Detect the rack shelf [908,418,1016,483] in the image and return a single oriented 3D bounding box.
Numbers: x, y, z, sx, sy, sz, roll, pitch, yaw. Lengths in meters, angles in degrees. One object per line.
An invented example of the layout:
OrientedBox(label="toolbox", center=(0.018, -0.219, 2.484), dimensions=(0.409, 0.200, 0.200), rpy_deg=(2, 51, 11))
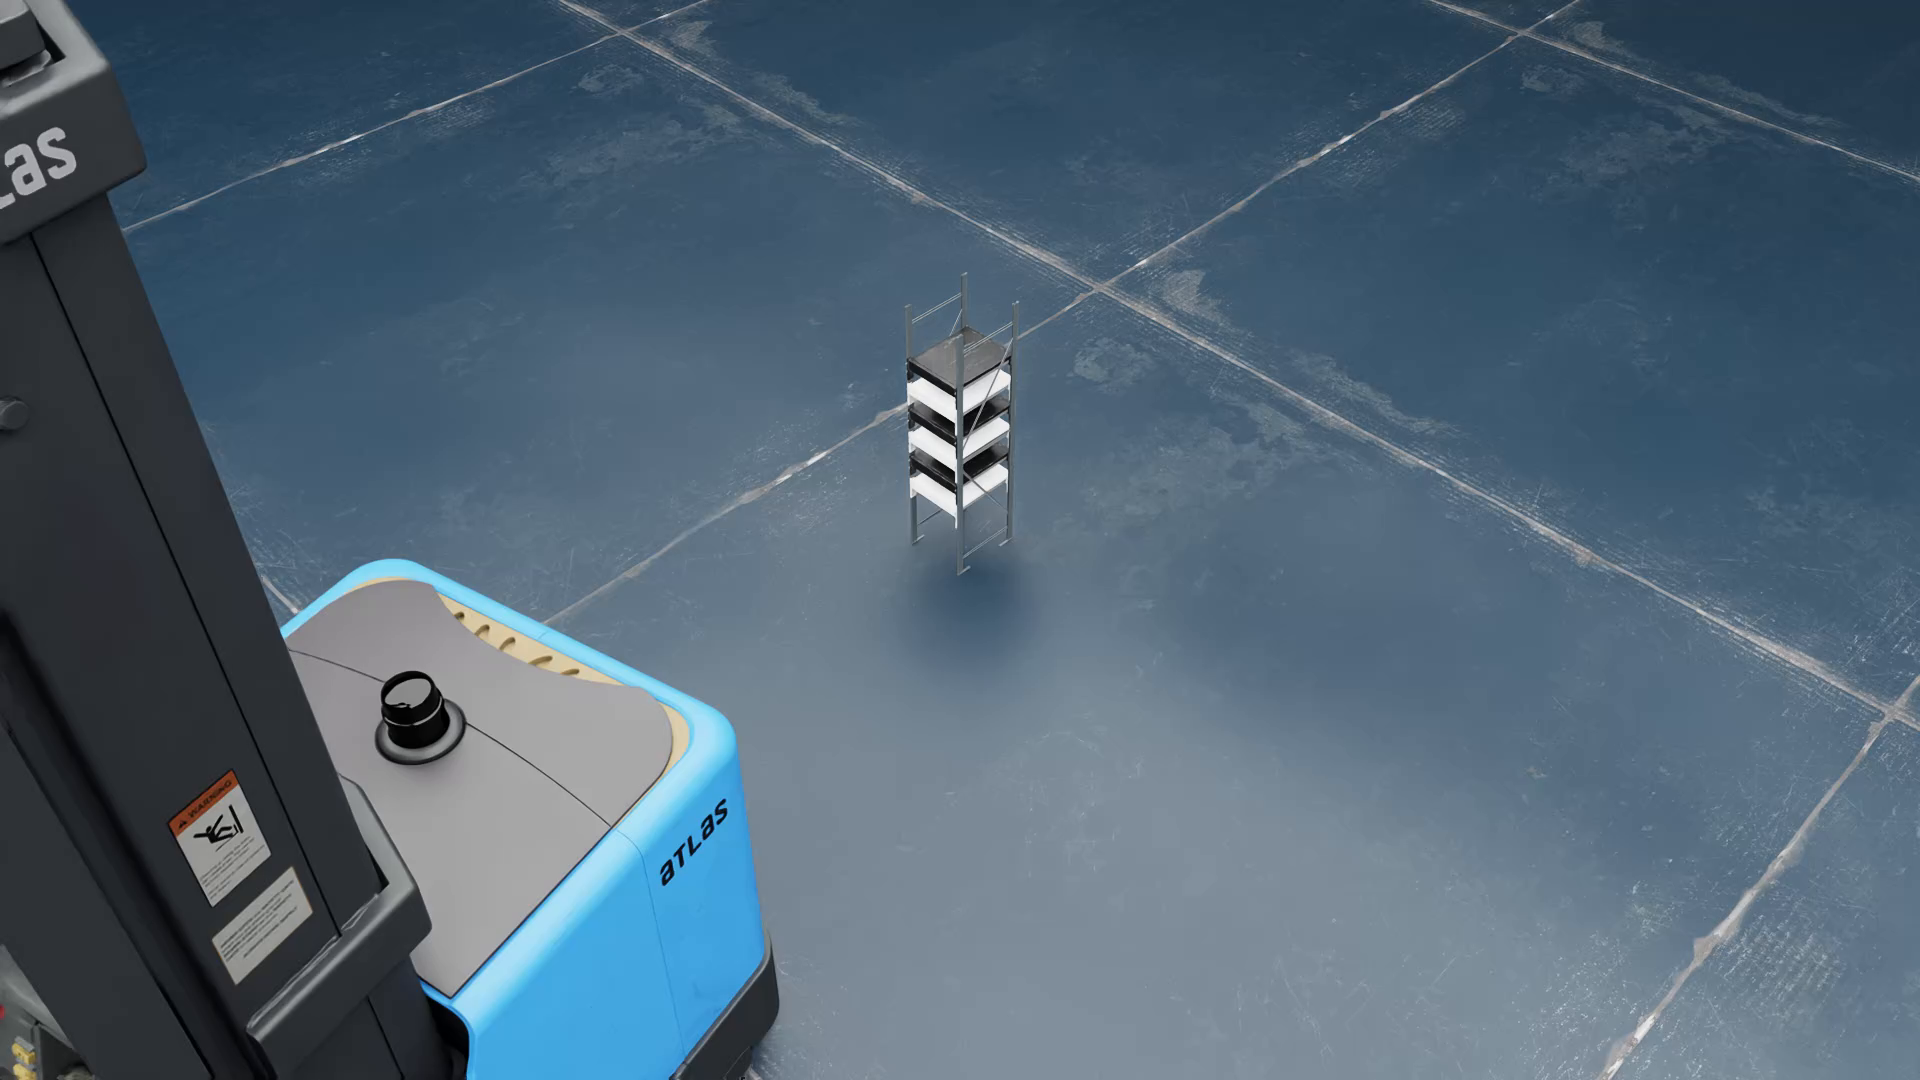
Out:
OrientedBox(label="rack shelf", center=(0.006, -0.302, 4.963), dimensions=(0.258, 0.077, 0.200), rpy_deg=(-34, 53, -31))

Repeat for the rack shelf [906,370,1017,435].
OrientedBox(label="rack shelf", center=(0.006, -0.434, 4.841), dimensions=(0.258, 0.077, 0.200), rpy_deg=(-34, 53, -31))

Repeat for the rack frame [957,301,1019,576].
OrientedBox(label="rack frame", center=(0.078, -0.278, 4.888), dimensions=(0.240, 0.900, 0.006), rpy_deg=(-34, 53, -31))

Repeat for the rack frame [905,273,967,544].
OrientedBox(label="rack frame", center=(-0.066, -0.375, 4.993), dimensions=(0.240, 0.900, 0.006), rpy_deg=(-34, 53, -31))

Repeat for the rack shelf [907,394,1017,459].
OrientedBox(label="rack shelf", center=(0.006, -0.368, 4.902), dimensions=(0.258, 0.077, 0.200), rpy_deg=(-34, 53, -31))

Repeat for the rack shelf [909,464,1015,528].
OrientedBox(label="rack shelf", center=(0.006, -0.170, 5.085), dimensions=(0.258, 0.077, 0.200), rpy_deg=(-34, 53, -31))

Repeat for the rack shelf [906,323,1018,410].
OrientedBox(label="rack shelf", center=(0.006, -0.500, 4.780), dimensions=(0.258, 0.077, 0.200), rpy_deg=(-34, 53, -31))

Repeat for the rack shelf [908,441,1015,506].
OrientedBox(label="rack shelf", center=(0.006, -0.236, 5.024), dimensions=(0.258, 0.077, 0.200), rpy_deg=(-34, 53, -31))

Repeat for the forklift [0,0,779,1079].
OrientedBox(label="forklift", center=(-1.622, 0.754, 2.274), dimensions=(1.130, 2.935, 3.031), rpy_deg=(22, 47, 22))

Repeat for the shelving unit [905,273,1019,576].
OrientedBox(label="shelving unit", center=(0.006, -0.327, 4.940), dimensions=(0.258, 0.900, 0.210), rpy_deg=(-34, 53, -31))
